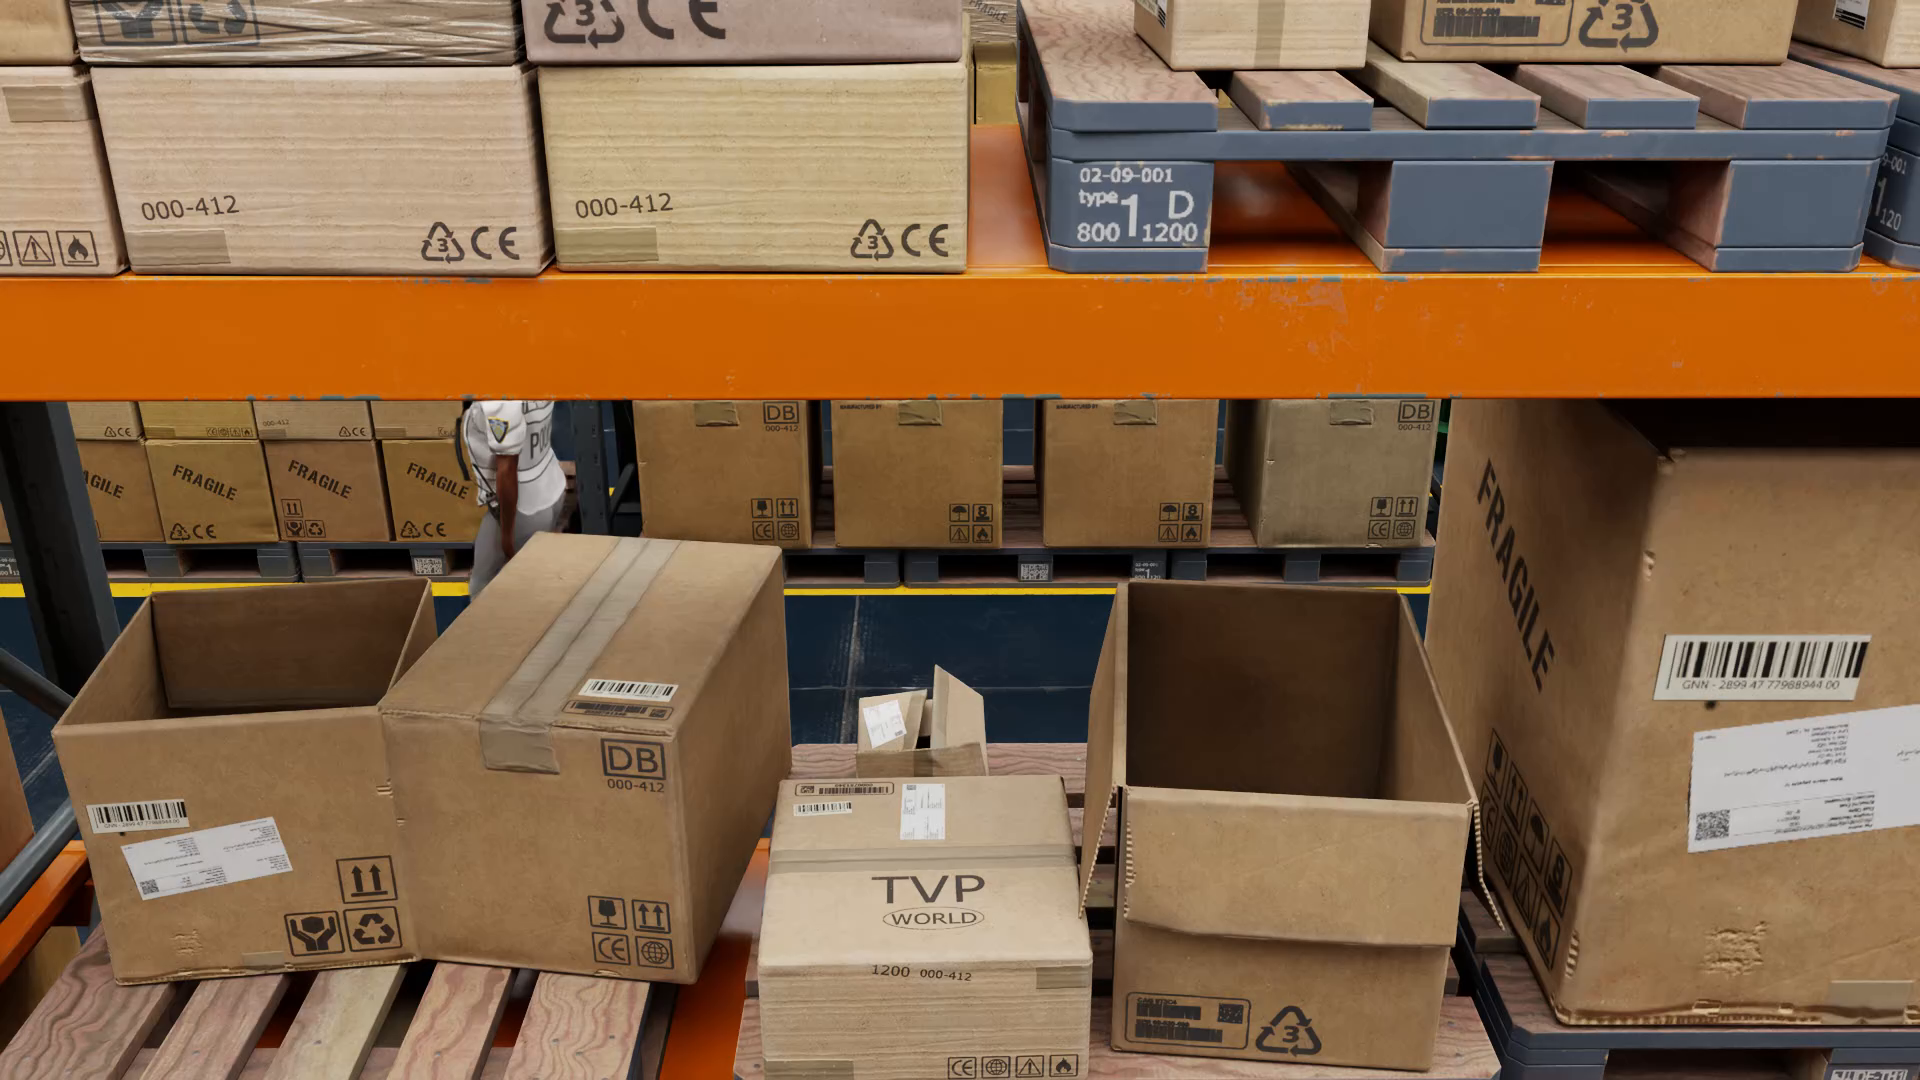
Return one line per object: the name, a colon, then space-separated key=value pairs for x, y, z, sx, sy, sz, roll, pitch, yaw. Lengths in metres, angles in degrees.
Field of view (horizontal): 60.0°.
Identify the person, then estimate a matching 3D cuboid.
person: x=-1.620 y=-0.131 z=6.301 sx=0.533 sy=1.676 sz=0.448 roll=1 pitch=24 yaw=2
